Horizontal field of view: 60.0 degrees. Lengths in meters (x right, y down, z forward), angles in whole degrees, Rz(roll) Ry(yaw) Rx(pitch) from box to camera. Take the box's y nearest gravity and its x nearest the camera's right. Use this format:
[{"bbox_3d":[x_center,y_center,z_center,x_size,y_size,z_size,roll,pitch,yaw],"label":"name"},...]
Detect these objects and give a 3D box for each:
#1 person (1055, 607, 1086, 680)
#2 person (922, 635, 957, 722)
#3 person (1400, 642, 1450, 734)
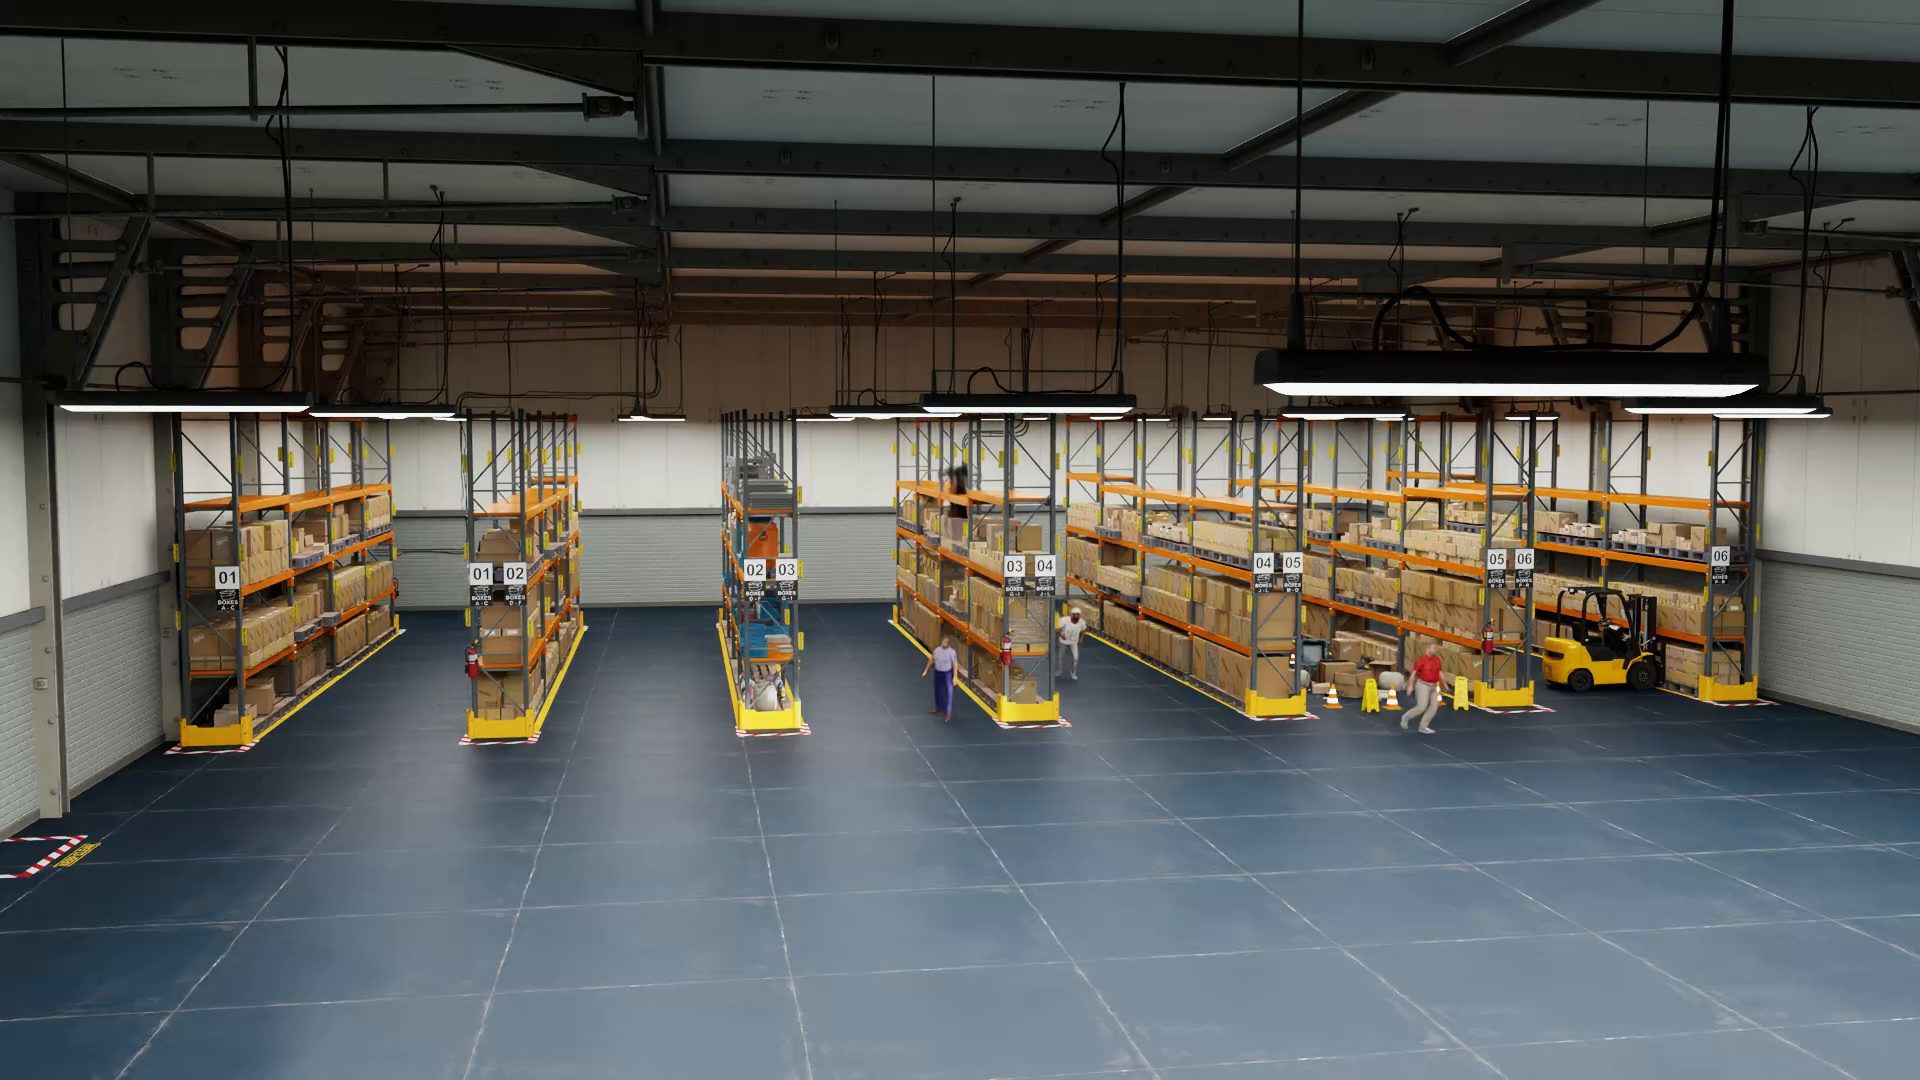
[{"bbox_3d":[2.474,2.314,37.407,0.752,1.667,0.786,0,4,-1],"label":"person"},{"bbox_3d":[-0.390,2.662,32.385,0.697,1.615,0.757,2,4,21],"label":"person"},{"bbox_3d":[8.583,2.730,30.778,0.708,1.696,0.702,-3,5,-33],"label":"person"}]
